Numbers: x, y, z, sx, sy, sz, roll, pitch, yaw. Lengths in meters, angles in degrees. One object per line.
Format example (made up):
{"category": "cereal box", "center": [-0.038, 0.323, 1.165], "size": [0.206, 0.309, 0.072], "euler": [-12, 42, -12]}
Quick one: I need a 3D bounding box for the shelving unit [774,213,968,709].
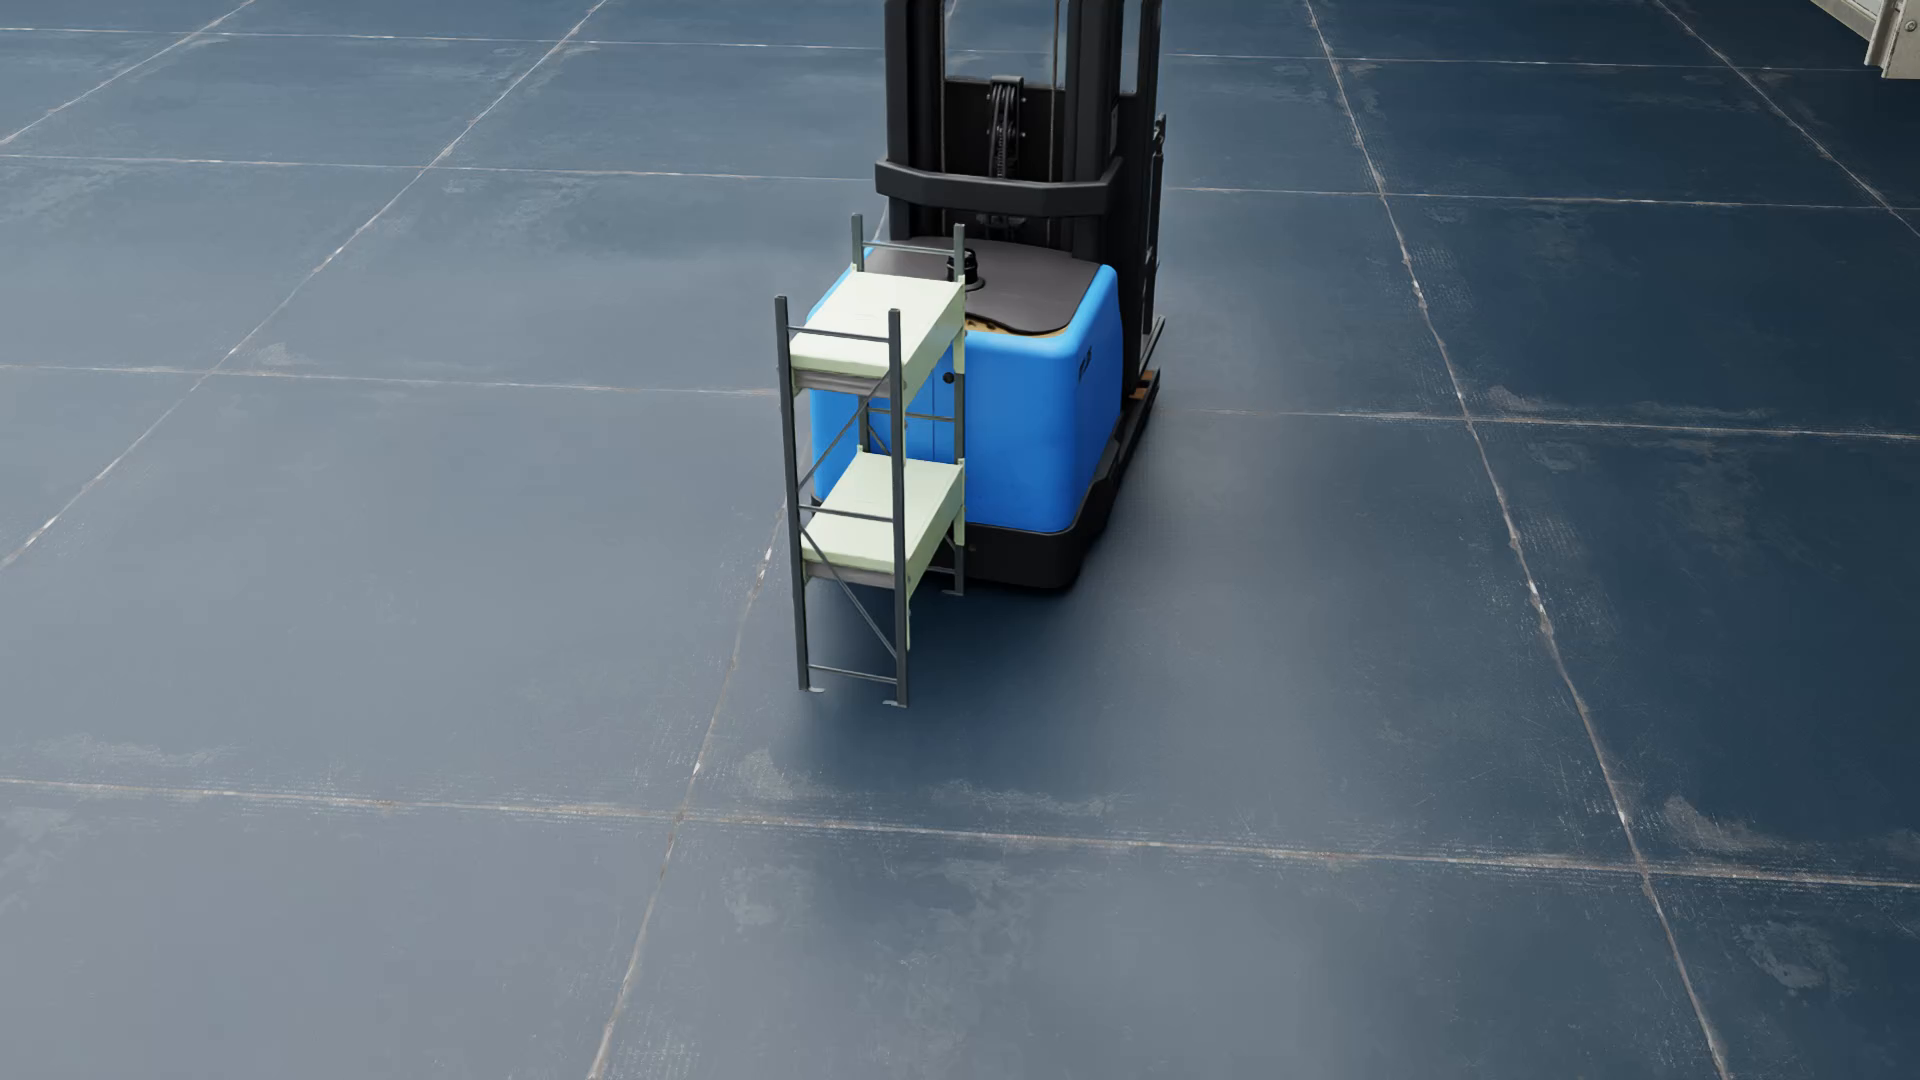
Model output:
{"category": "shelving unit", "center": [-0.276, -0.267, 5.754], "size": [0.431, 1.500, 0.755], "euler": [8, 33, 13]}

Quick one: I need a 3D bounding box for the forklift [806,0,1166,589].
{"category": "forklift", "center": [0.309, -1.827, 6.922], "size": [1.130, 2.935, 3.031], "euler": [8, 33, 13]}

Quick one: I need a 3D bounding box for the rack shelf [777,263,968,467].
{"category": "rack shelf", "center": [-0.276, -0.599, 5.549], "size": [0.431, 0.370, 0.720], "euler": [8, 33, 13]}

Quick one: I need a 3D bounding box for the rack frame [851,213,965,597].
{"category": "rack frame", "center": [-0.177, -0.452, 6.054], "size": [0.400, 1.500, 0.023], "euler": [8, 33, 13]}

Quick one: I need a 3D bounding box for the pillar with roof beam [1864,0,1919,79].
{"category": "pillar with roof beam", "center": [2.709, -7.526, 10.385], "size": [9.100, 9.000, 0.400], "euler": [2, 32, 4]}

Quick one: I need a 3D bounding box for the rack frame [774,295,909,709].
{"category": "rack frame", "center": [-0.374, -0.082, 5.454], "size": [0.400, 1.500, 0.023], "euler": [8, 33, 13]}

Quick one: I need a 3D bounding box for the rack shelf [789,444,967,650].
{"category": "rack shelf", "center": [-0.276, 0.010, 5.925], "size": [0.431, 0.370, 0.720], "euler": [8, 33, 13]}
